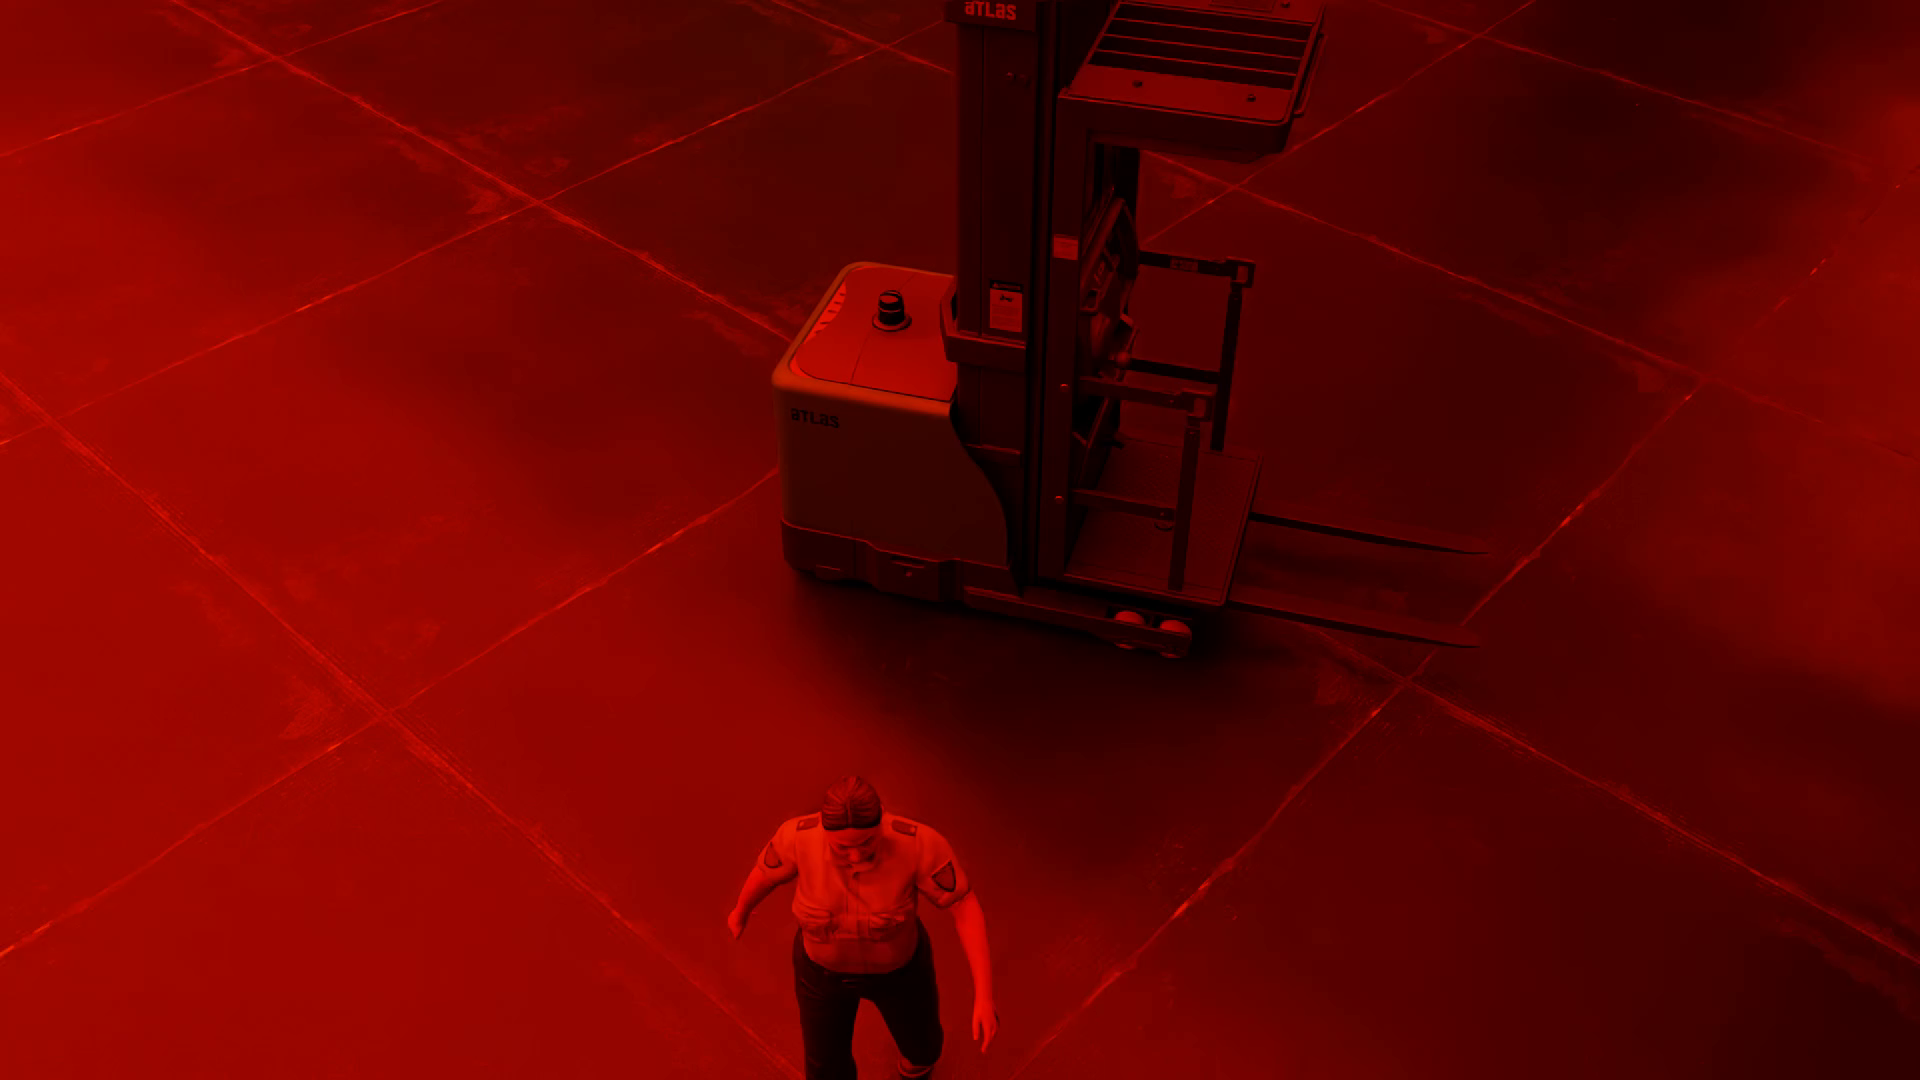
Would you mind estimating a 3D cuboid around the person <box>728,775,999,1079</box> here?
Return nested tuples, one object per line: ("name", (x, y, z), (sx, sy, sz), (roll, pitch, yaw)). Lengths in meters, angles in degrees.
("person", (-0.300, 1.265, 4.965), (0.829, 1.632, 0.689), (1, 41, 1))

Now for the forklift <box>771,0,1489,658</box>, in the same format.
("forklift", (0.779, -0.997, 6.590), (3.031, 2.935, 1.130), (11, 42, 13))
